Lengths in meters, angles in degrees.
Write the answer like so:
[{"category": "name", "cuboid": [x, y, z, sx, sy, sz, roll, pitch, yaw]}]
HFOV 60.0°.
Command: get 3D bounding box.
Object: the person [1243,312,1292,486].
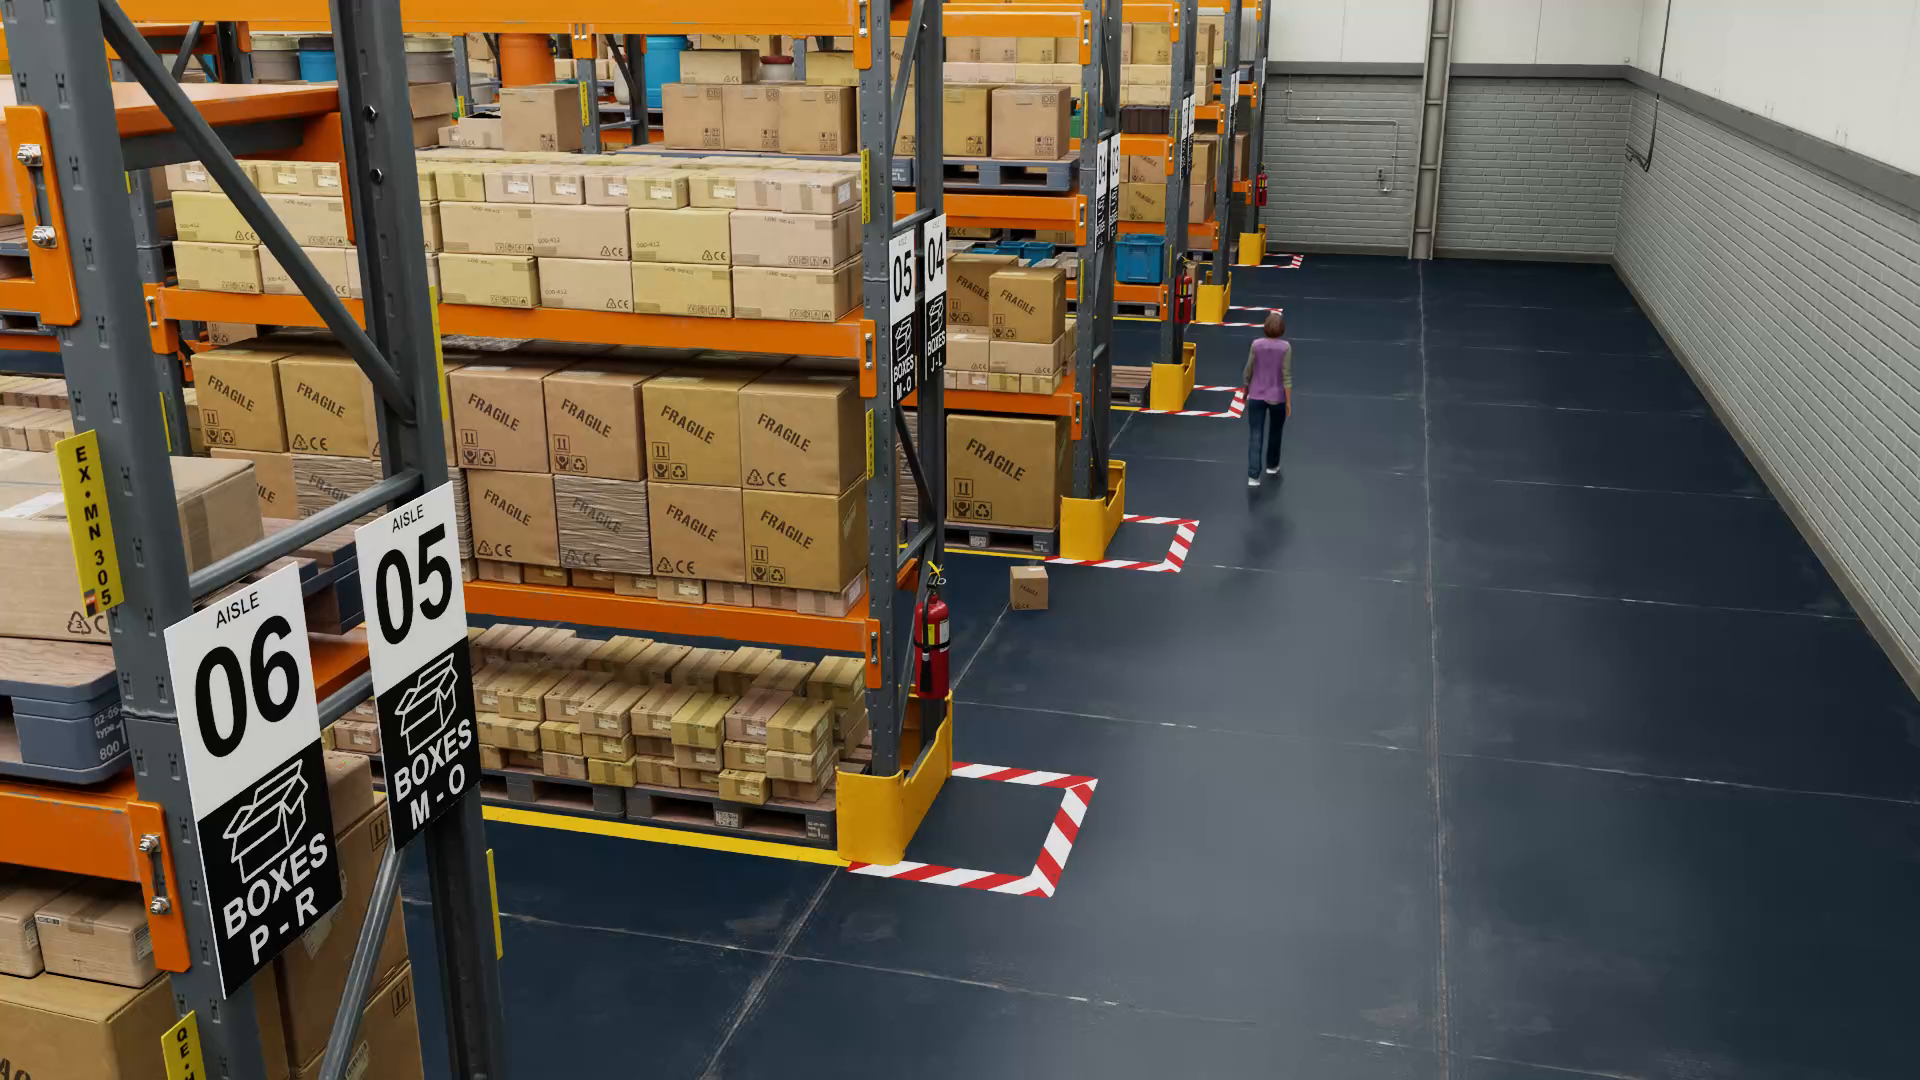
[{"category": "person", "cuboid": [2.746, -1.280, 14.869, 0.446, 1.541, 0.955, 4, 19, 12]}]
